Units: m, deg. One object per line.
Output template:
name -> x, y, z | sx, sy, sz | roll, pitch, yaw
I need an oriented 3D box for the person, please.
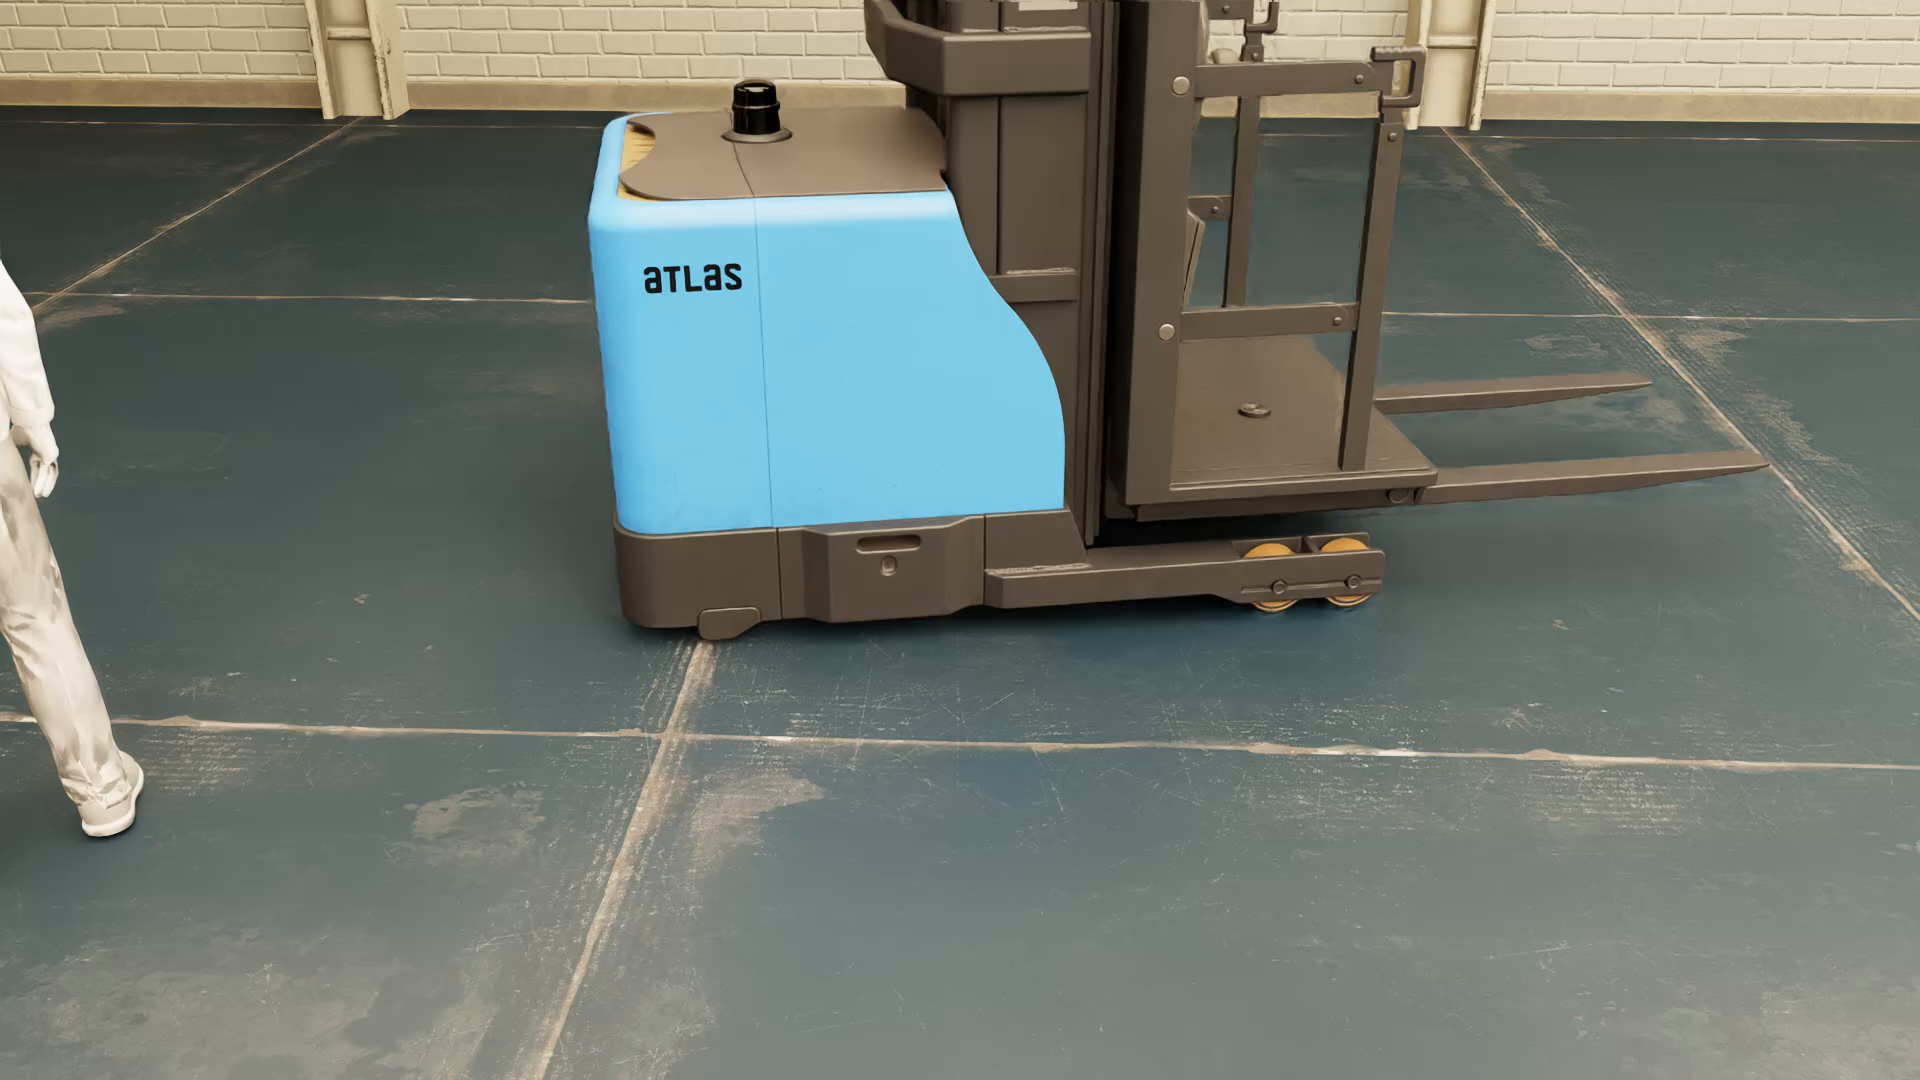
person -> -1.870, -0.139, 2.927 | 0.534, 1.661, 0.375 | -20, 33, -35

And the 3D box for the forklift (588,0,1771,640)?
forklift -> 0.618, -1.364, 3.973 | 3.031, 2.935, 1.130 | -4, 27, -8
